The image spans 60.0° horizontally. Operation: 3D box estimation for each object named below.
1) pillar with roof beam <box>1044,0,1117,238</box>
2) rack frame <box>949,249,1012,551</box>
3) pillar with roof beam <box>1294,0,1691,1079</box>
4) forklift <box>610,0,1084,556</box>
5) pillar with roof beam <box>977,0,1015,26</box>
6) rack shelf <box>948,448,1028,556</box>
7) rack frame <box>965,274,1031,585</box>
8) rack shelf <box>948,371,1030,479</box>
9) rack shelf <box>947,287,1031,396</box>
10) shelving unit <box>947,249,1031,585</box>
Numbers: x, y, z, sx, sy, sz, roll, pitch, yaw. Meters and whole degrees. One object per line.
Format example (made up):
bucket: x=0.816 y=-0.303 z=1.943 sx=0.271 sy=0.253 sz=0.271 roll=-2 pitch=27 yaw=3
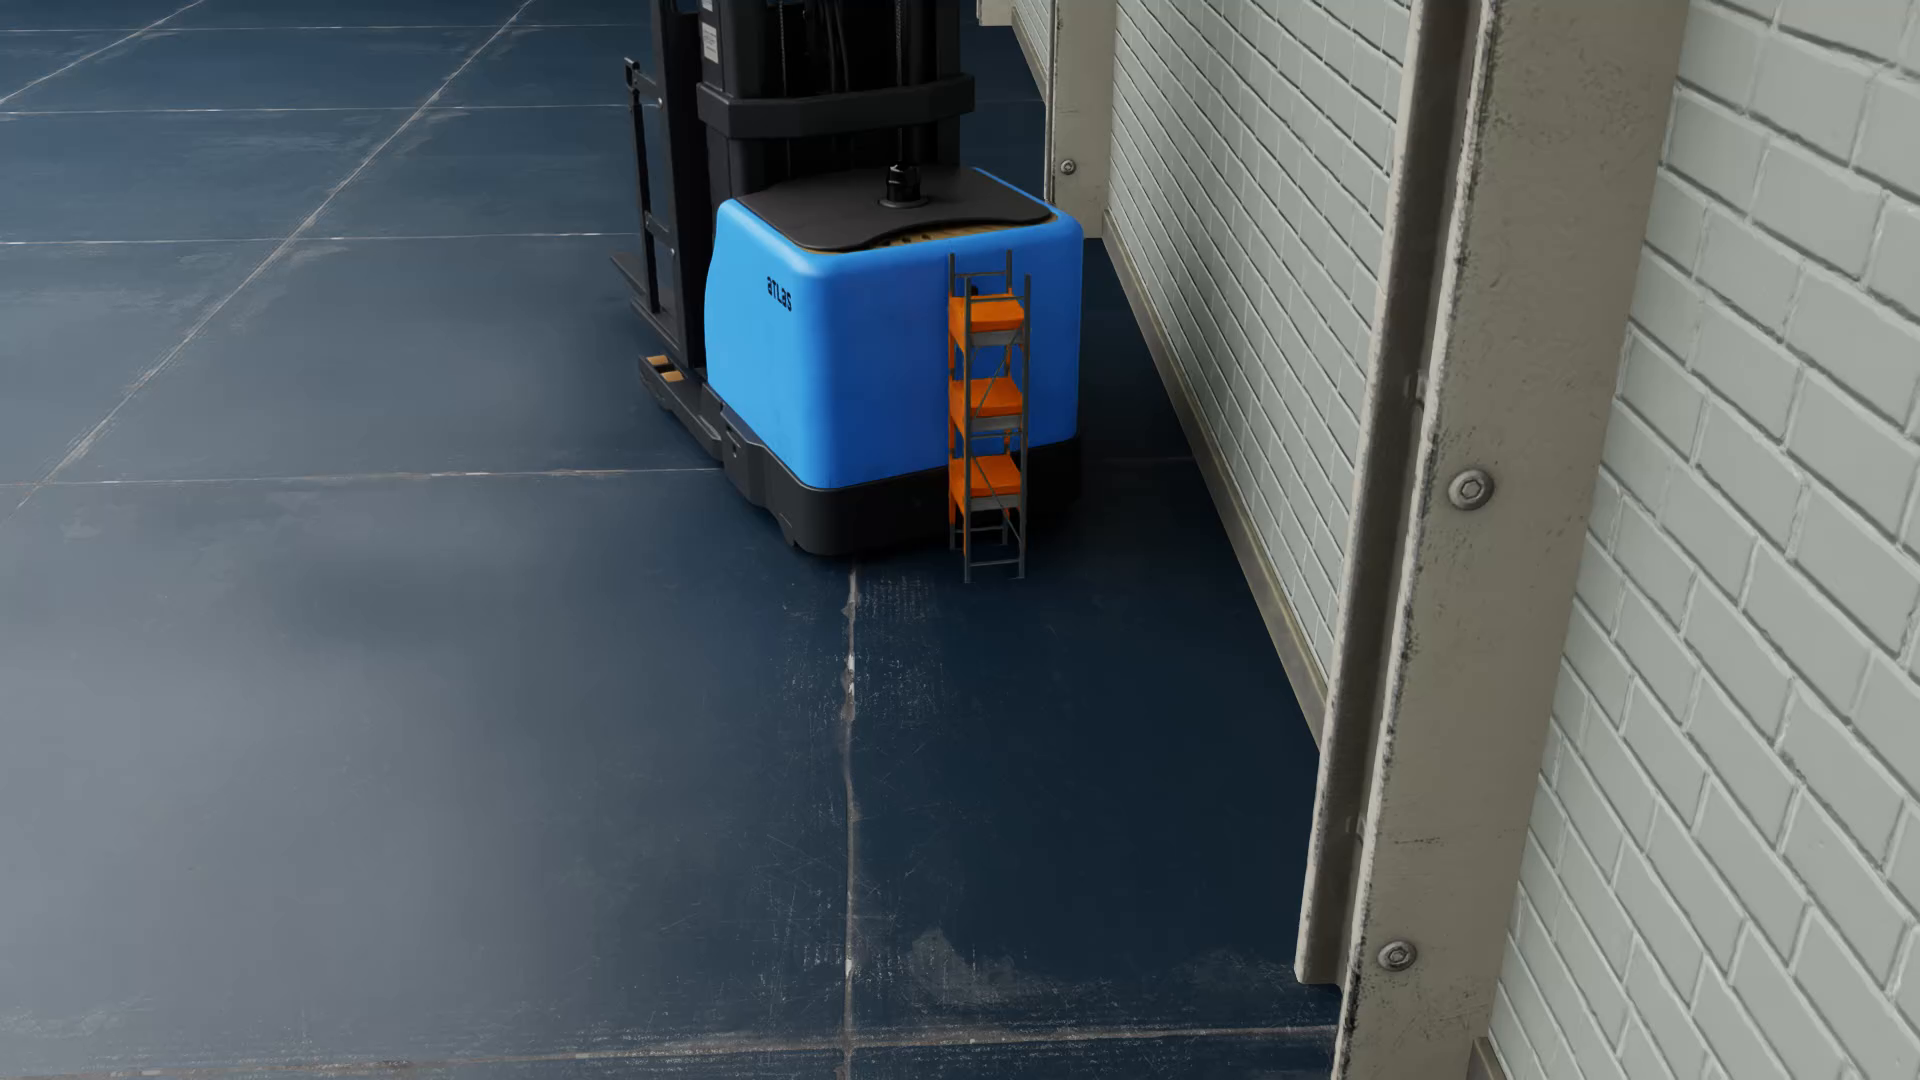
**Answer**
pillar with roof beam: x=-3.675 y=-5.580 z=6.719 sx=9.100 sy=9.000 sz=0.400 roll=-1 pitch=28 yaw=-3
rack frame: x=0.064 y=-0.438 z=5.454 sx=0.200 sy=1.050 sz=0.008 roll=-6 pitch=28 yaw=-10
pillar with roof beam: x=-3.362 y=-2.810 z=1.406 sx=9.100 sy=9.000 sz=0.400 roll=-1 pitch=28 yaw=-3
forklift: x=-0.682 y=-1.901 z=6.225 sx=1.130 sy=2.935 sz=3.031 roll=-13 pitch=30 yaw=-23
pillar with roof beam: x=-3.988 y=-8.351 z=12.031 sx=9.100 sy=9.000 sz=0.400 roll=-1 pitch=28 yaw=-3
rack shelf: x=0.089 y=-0.127 z=5.482 sx=0.215 sy=0.259 sz=0.240 roll=-6 pitch=28 yaw=-10
rack frame: x=0.114 y=-0.327 z=5.242 sx=0.200 sy=1.050 sz=0.008 roll=-6 pitch=28 yaw=-10
rack shelf: x=0.089 y=-0.373 z=5.353 sx=0.215 sy=0.259 sz=0.240 roll=-6 pitch=28 yaw=-10
rack shelf: x=0.089 y=-0.625 z=5.222 sx=0.215 sy=0.259 sz=0.240 roll=-6 pitch=28 yaw=-10
shelving unit: x=0.089 y=-0.383 z=5.348 sx=0.215 sy=1.050 sz=0.252 roll=-6 pitch=28 yaw=-10
